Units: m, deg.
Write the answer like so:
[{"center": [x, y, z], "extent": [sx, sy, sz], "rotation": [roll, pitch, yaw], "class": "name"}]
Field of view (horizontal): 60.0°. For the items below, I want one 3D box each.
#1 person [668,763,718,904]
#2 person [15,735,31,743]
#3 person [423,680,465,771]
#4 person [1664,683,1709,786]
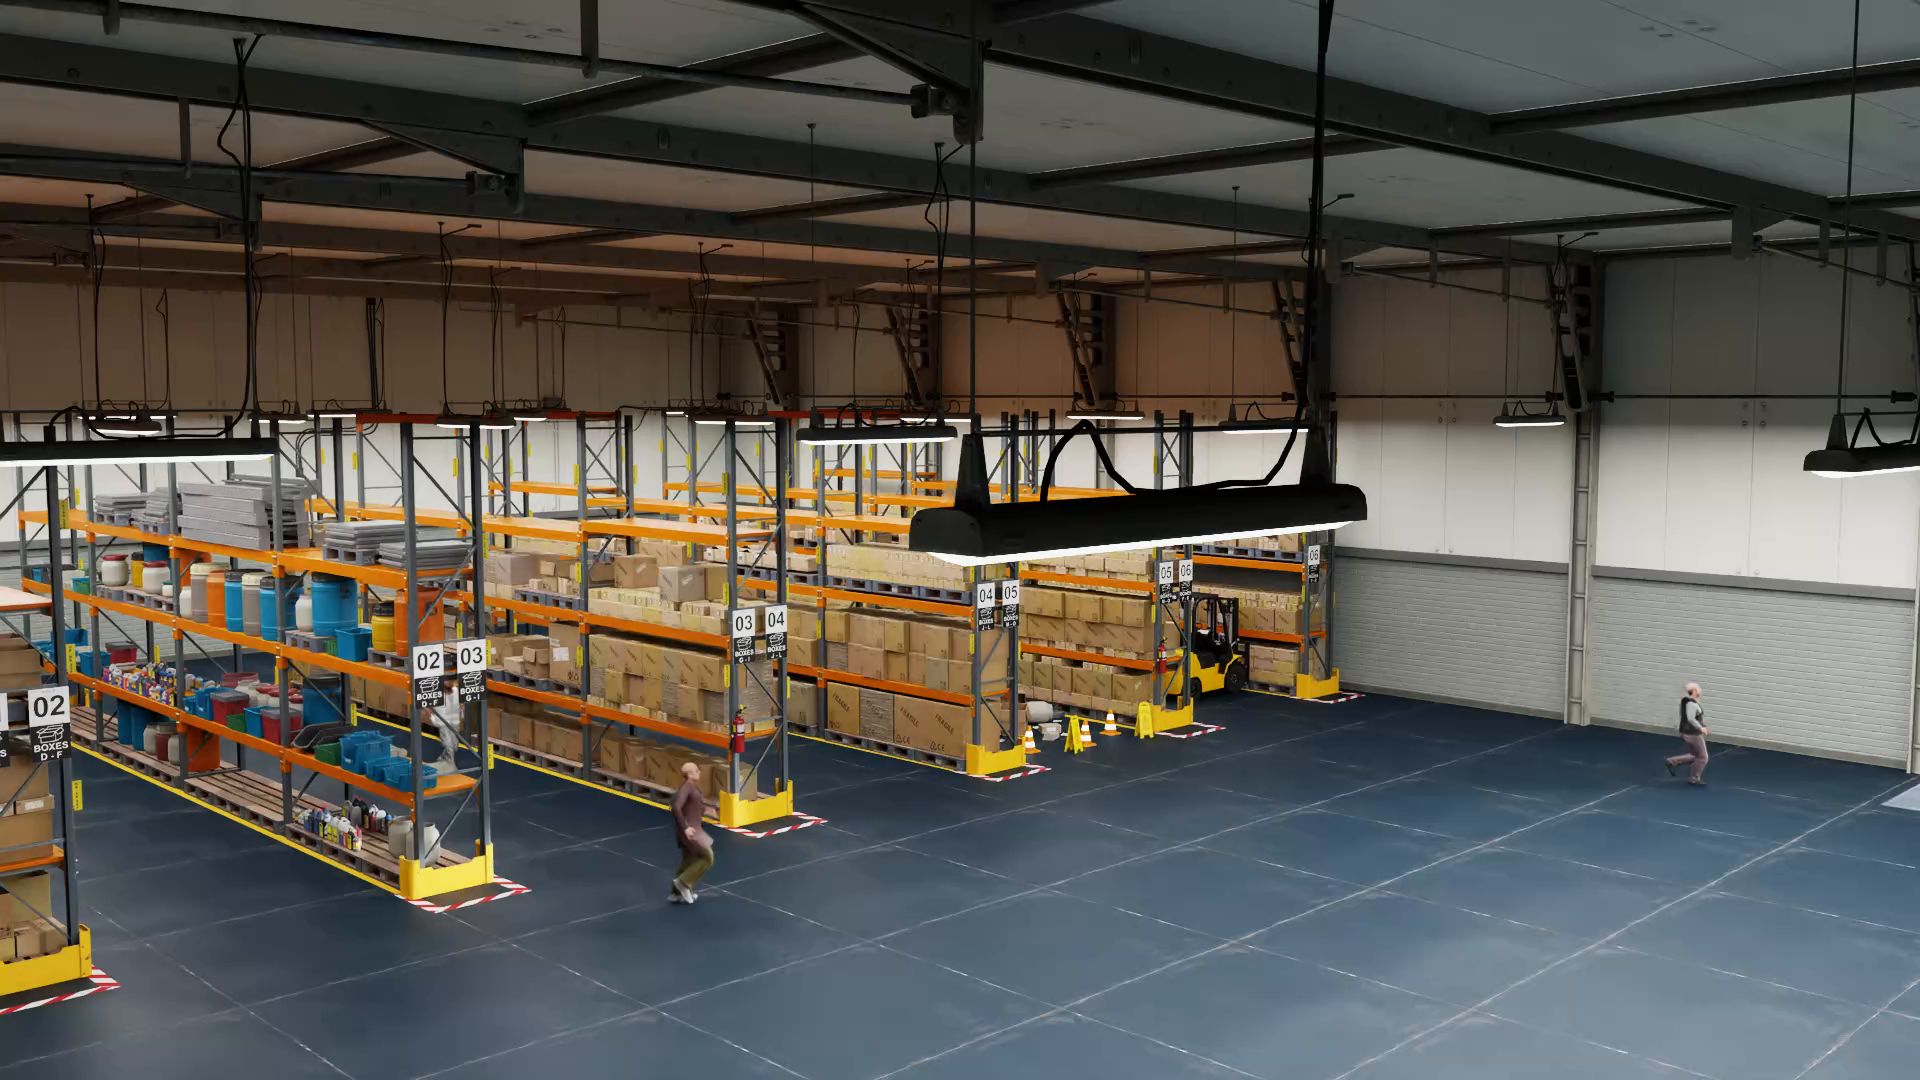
[{"center": [-3.333, 3.647, 20.807], "extent": [0.662, 1.751, 0.716], "rotation": [-2, 5, -17], "class": "person"}, {"center": [-14.846, 3.206, 26.307], "extent": [0.684, 1.734, 0.592], "rotation": [3, 6, 34], "class": "person"}, {"center": [-8.461, 3.053, 27.430], "extent": [0.869, 1.769, 0.687], "rotation": [5, 7, 43], "class": "person"}, {"center": [11.810, 3.147, 26.974], "extent": [0.654, 1.676, 0.681], "rotation": [1, 5, 9], "class": "person"}]
